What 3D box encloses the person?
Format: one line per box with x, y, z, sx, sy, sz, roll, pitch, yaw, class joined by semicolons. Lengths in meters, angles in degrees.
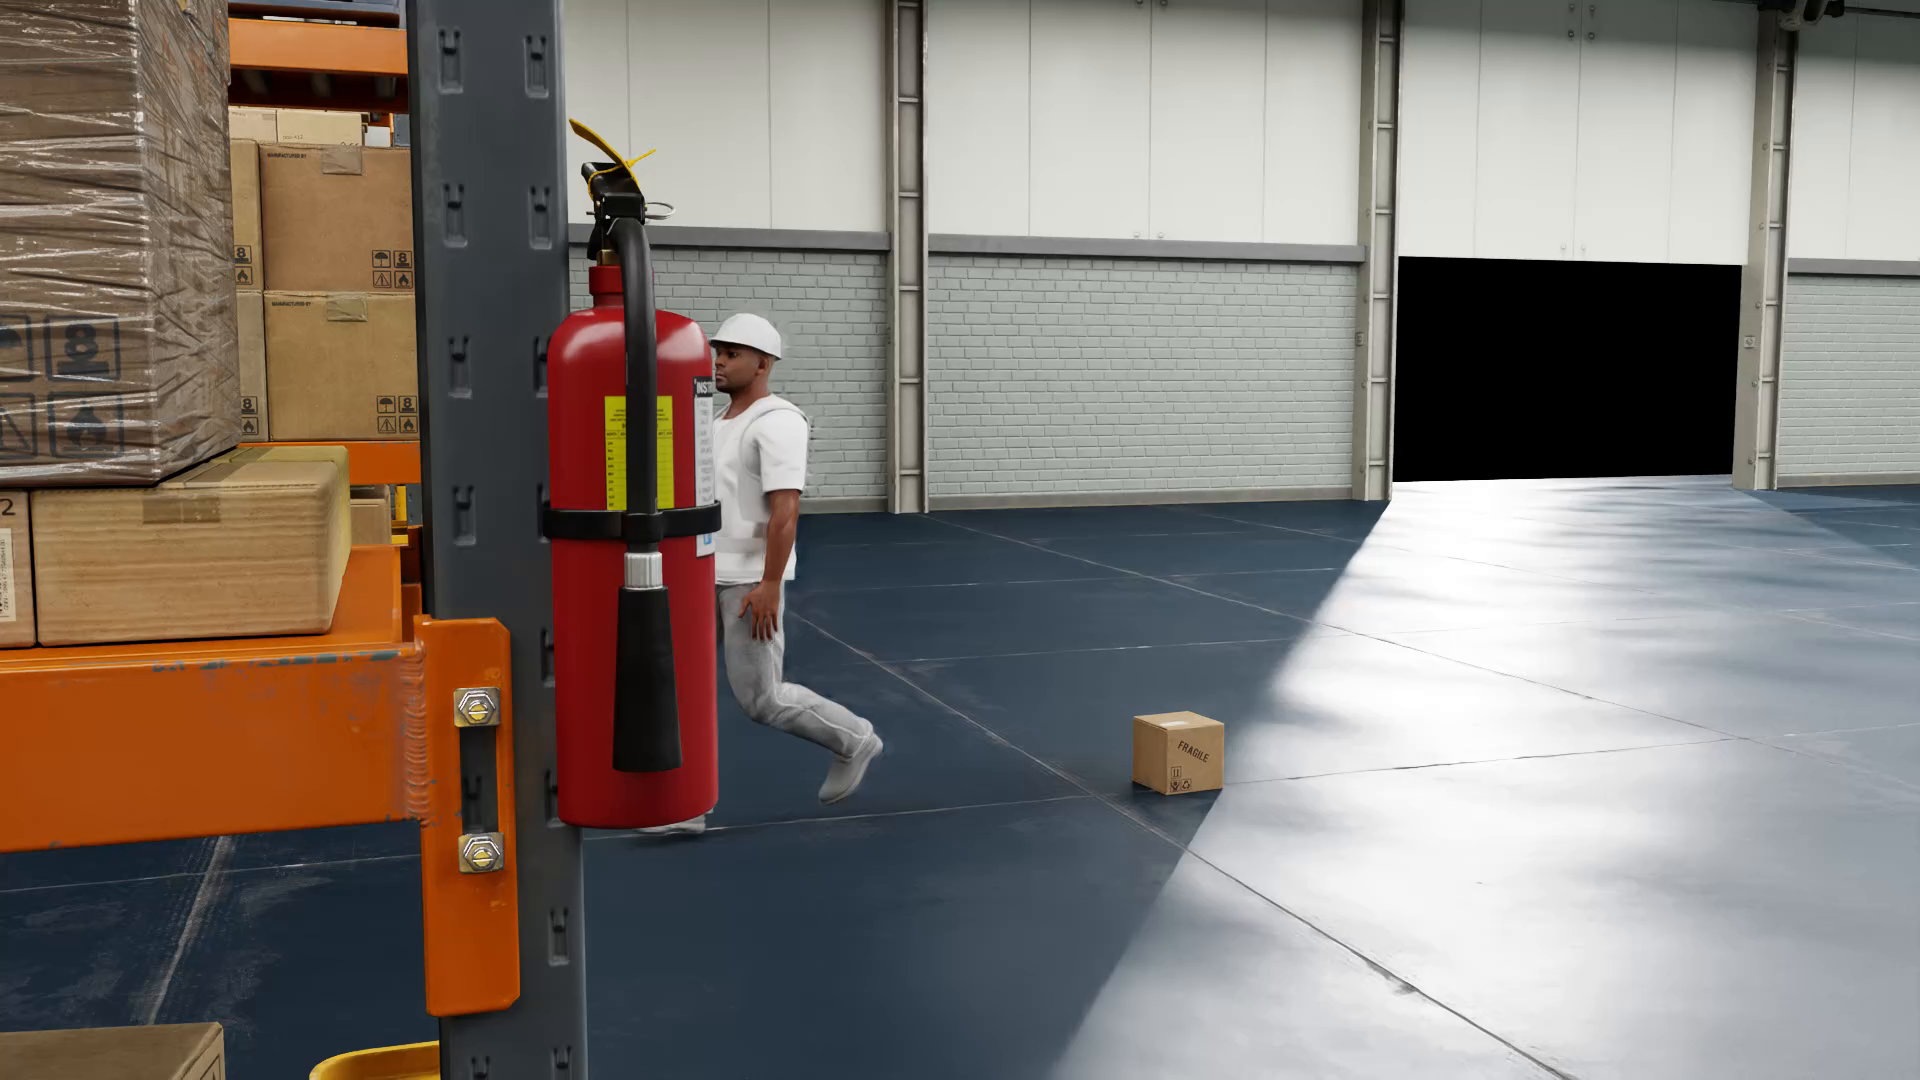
-0.706;0.113;5.568;0.906;1.732;0.591;-4;7;-37;person
